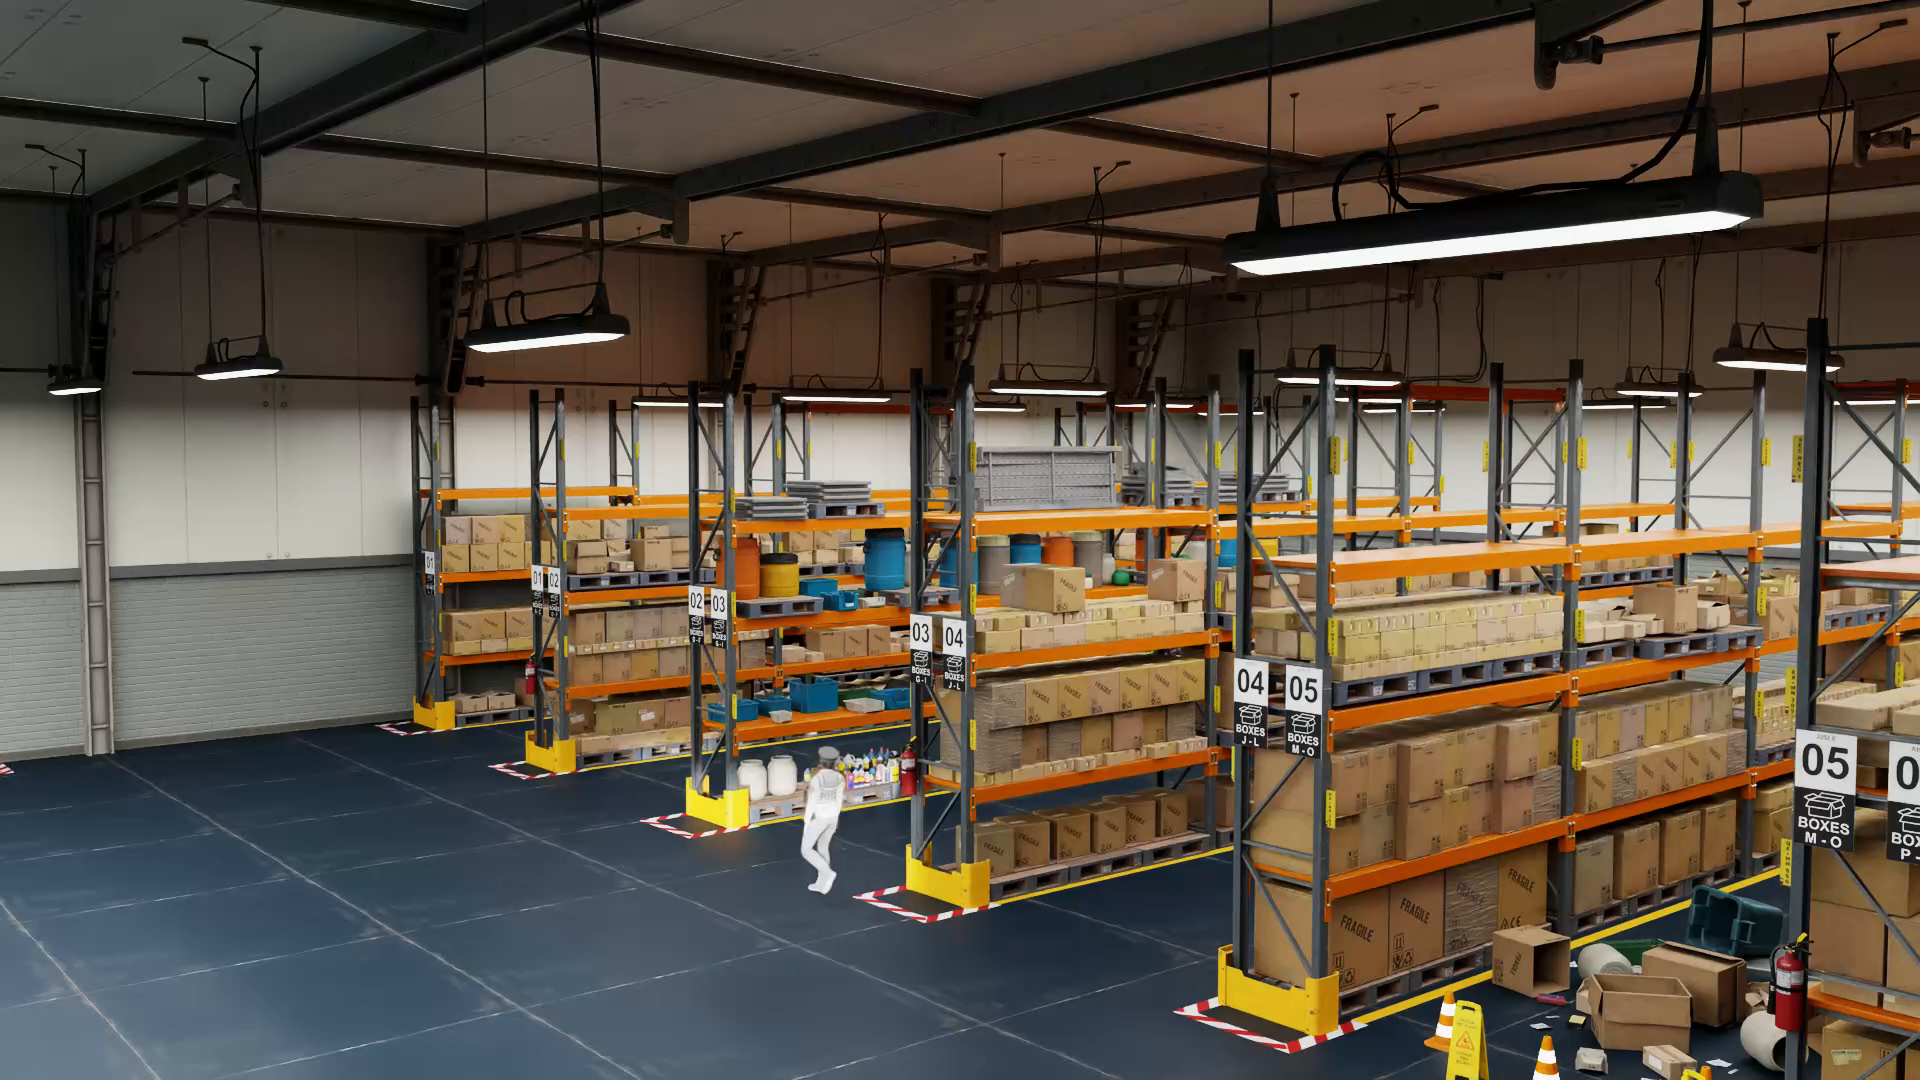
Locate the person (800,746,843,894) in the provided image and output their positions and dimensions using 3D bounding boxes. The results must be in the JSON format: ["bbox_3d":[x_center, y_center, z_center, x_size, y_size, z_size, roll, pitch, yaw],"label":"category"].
[{"bbox_3d":[-1.552,3.197,18.979,0.533,1.684,0.483,2,4,34],"label":"person"}]
